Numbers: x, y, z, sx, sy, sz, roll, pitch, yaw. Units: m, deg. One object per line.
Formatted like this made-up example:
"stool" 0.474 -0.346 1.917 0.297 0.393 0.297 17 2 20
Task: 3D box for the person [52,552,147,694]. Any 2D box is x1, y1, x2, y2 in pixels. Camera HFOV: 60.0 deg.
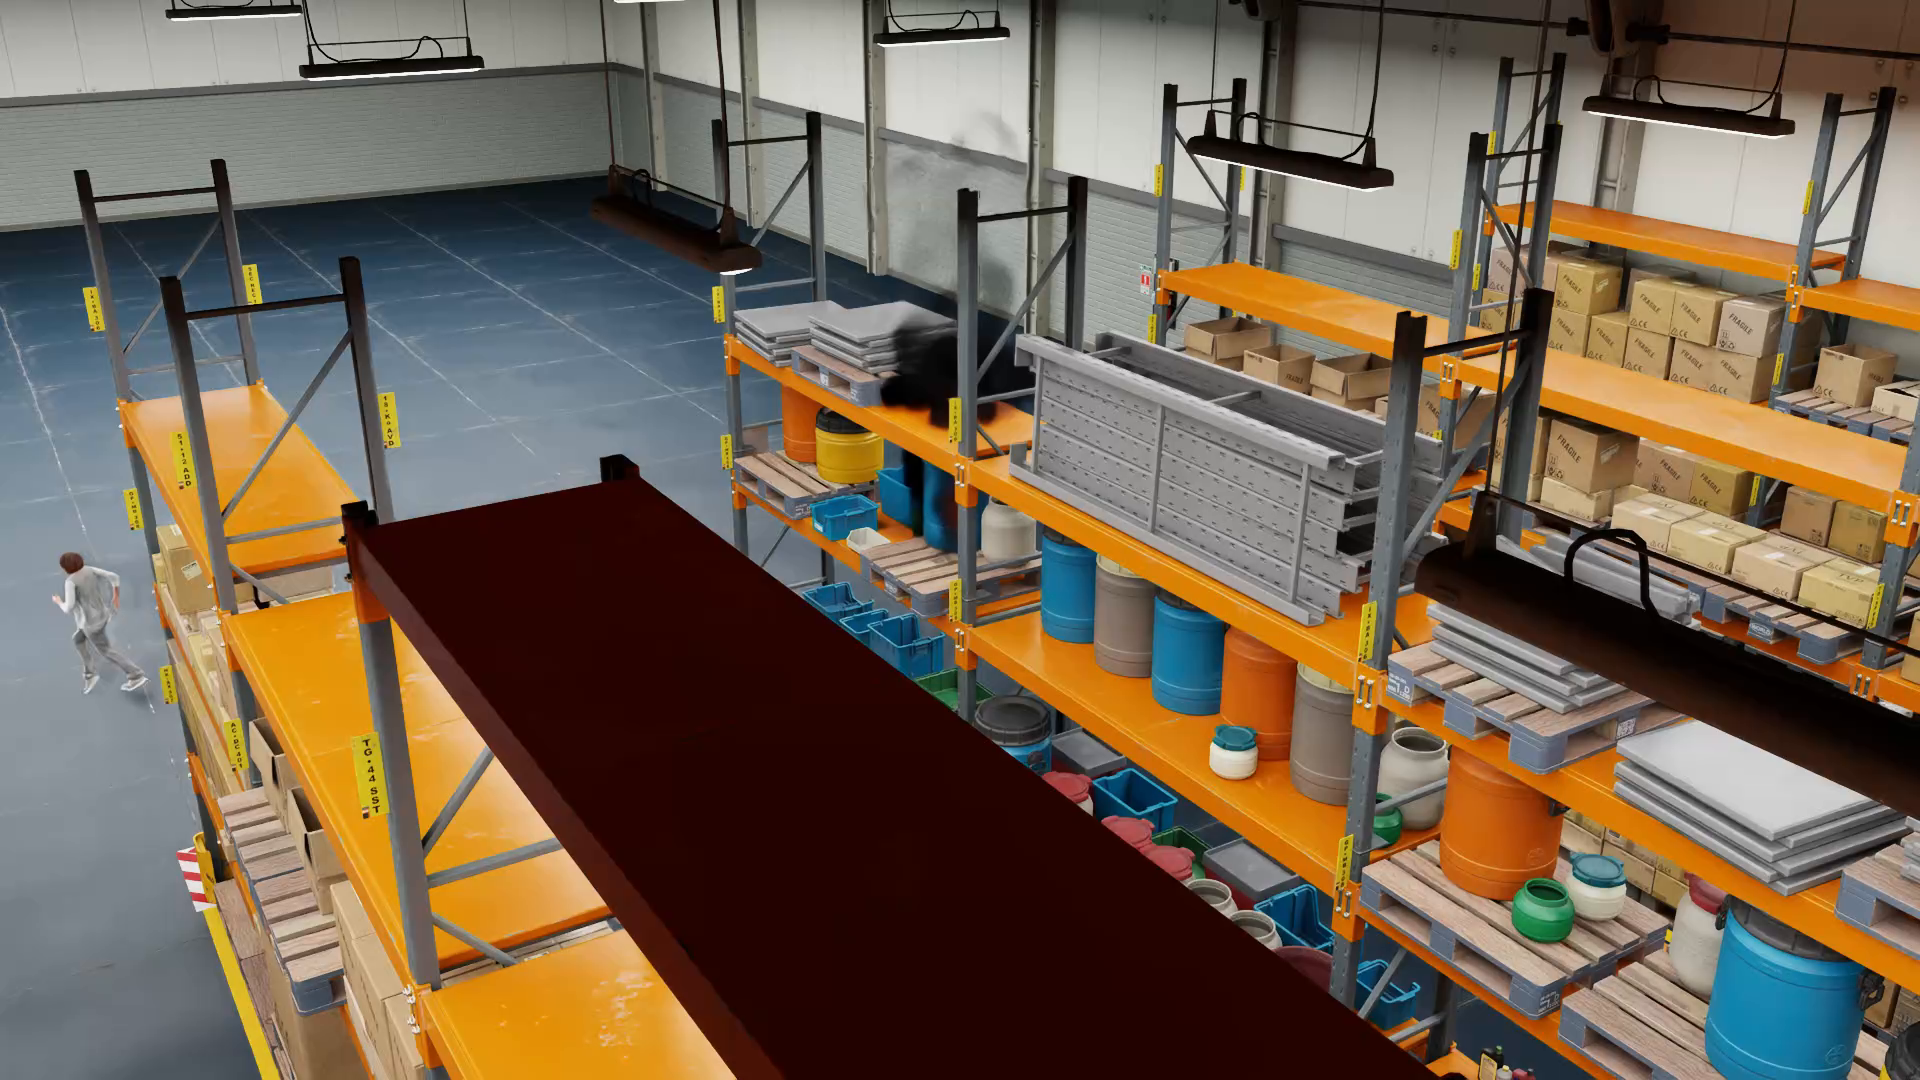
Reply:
"person" -8.876 0.865 17.107 0.789 1.615 0.555 1 22 3

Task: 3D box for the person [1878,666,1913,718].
"person" 7.947 1.880 14.385 0.604 1.698 0.915 -15 26 -33
